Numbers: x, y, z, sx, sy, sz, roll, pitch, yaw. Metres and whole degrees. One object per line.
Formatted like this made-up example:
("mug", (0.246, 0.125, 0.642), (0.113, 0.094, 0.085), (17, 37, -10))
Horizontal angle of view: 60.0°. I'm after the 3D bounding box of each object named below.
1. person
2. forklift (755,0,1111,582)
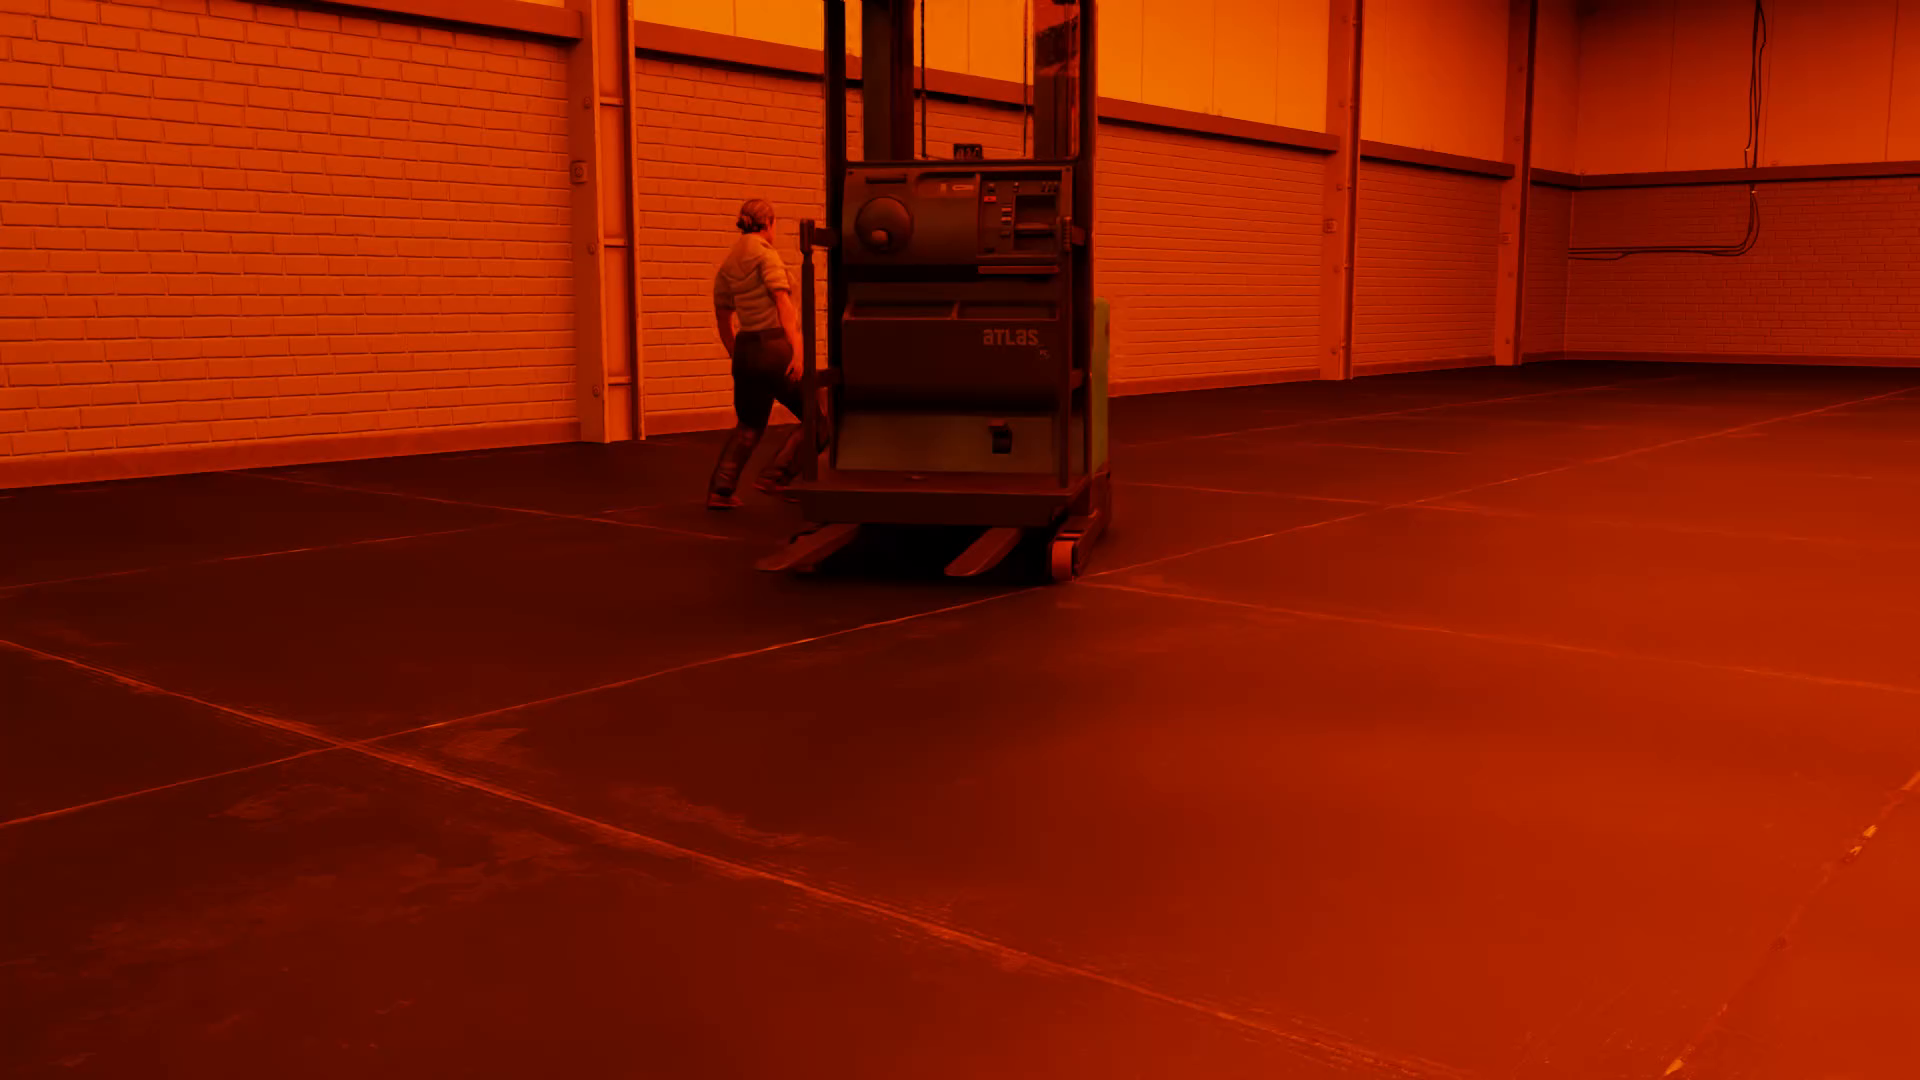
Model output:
("person", (-0.956, -0.911, 8.309), (0.495, 1.568, 0.838), (-6, 10, -37))
("forklift", (-0.047, -1.344, 6.466), (1.130, 2.935, 3.031), (1, 8, 10))
